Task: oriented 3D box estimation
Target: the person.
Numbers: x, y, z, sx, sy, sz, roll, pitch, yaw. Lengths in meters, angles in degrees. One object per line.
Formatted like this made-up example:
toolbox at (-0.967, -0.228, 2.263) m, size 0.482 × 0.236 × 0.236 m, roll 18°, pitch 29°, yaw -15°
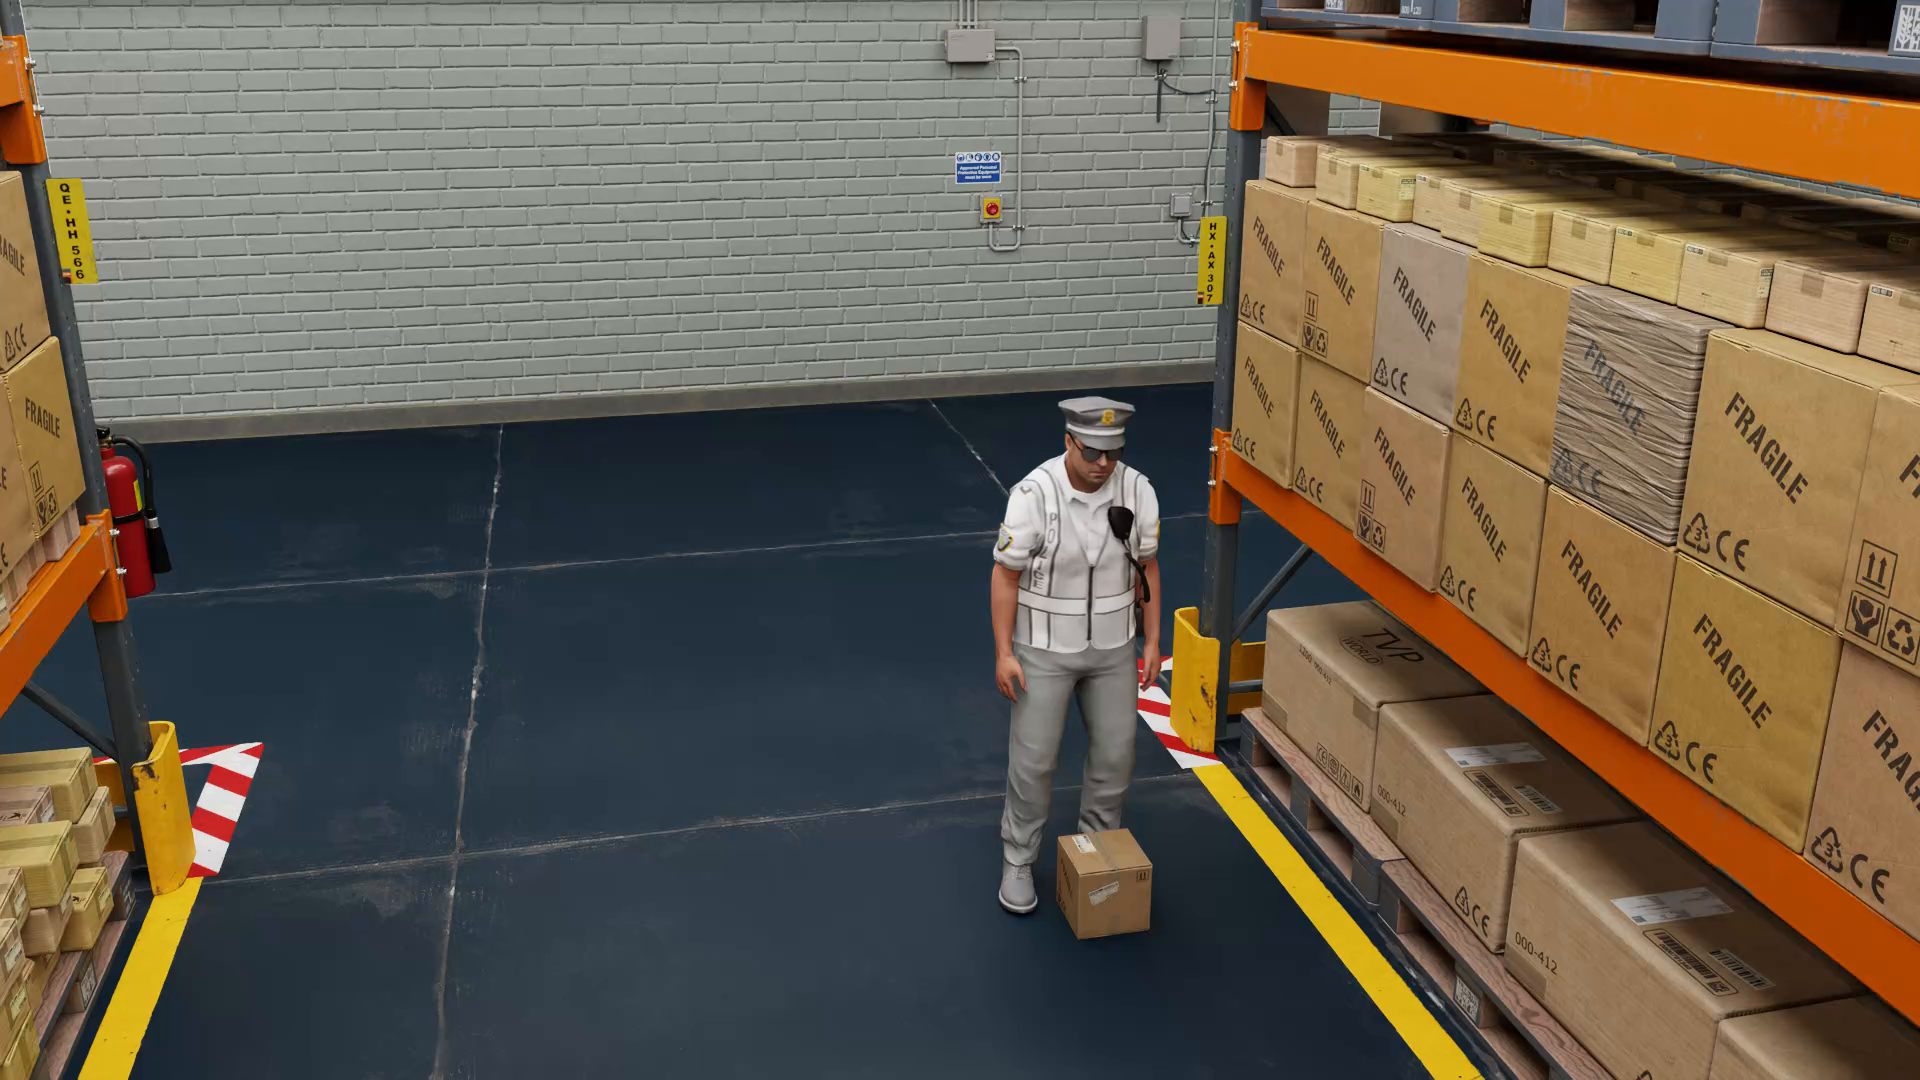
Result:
person at (0.388, 0.355, 5.552) m, size 0.585 × 1.749 × 0.439 m, roll -4°, pitch 20°, yaw -12°
